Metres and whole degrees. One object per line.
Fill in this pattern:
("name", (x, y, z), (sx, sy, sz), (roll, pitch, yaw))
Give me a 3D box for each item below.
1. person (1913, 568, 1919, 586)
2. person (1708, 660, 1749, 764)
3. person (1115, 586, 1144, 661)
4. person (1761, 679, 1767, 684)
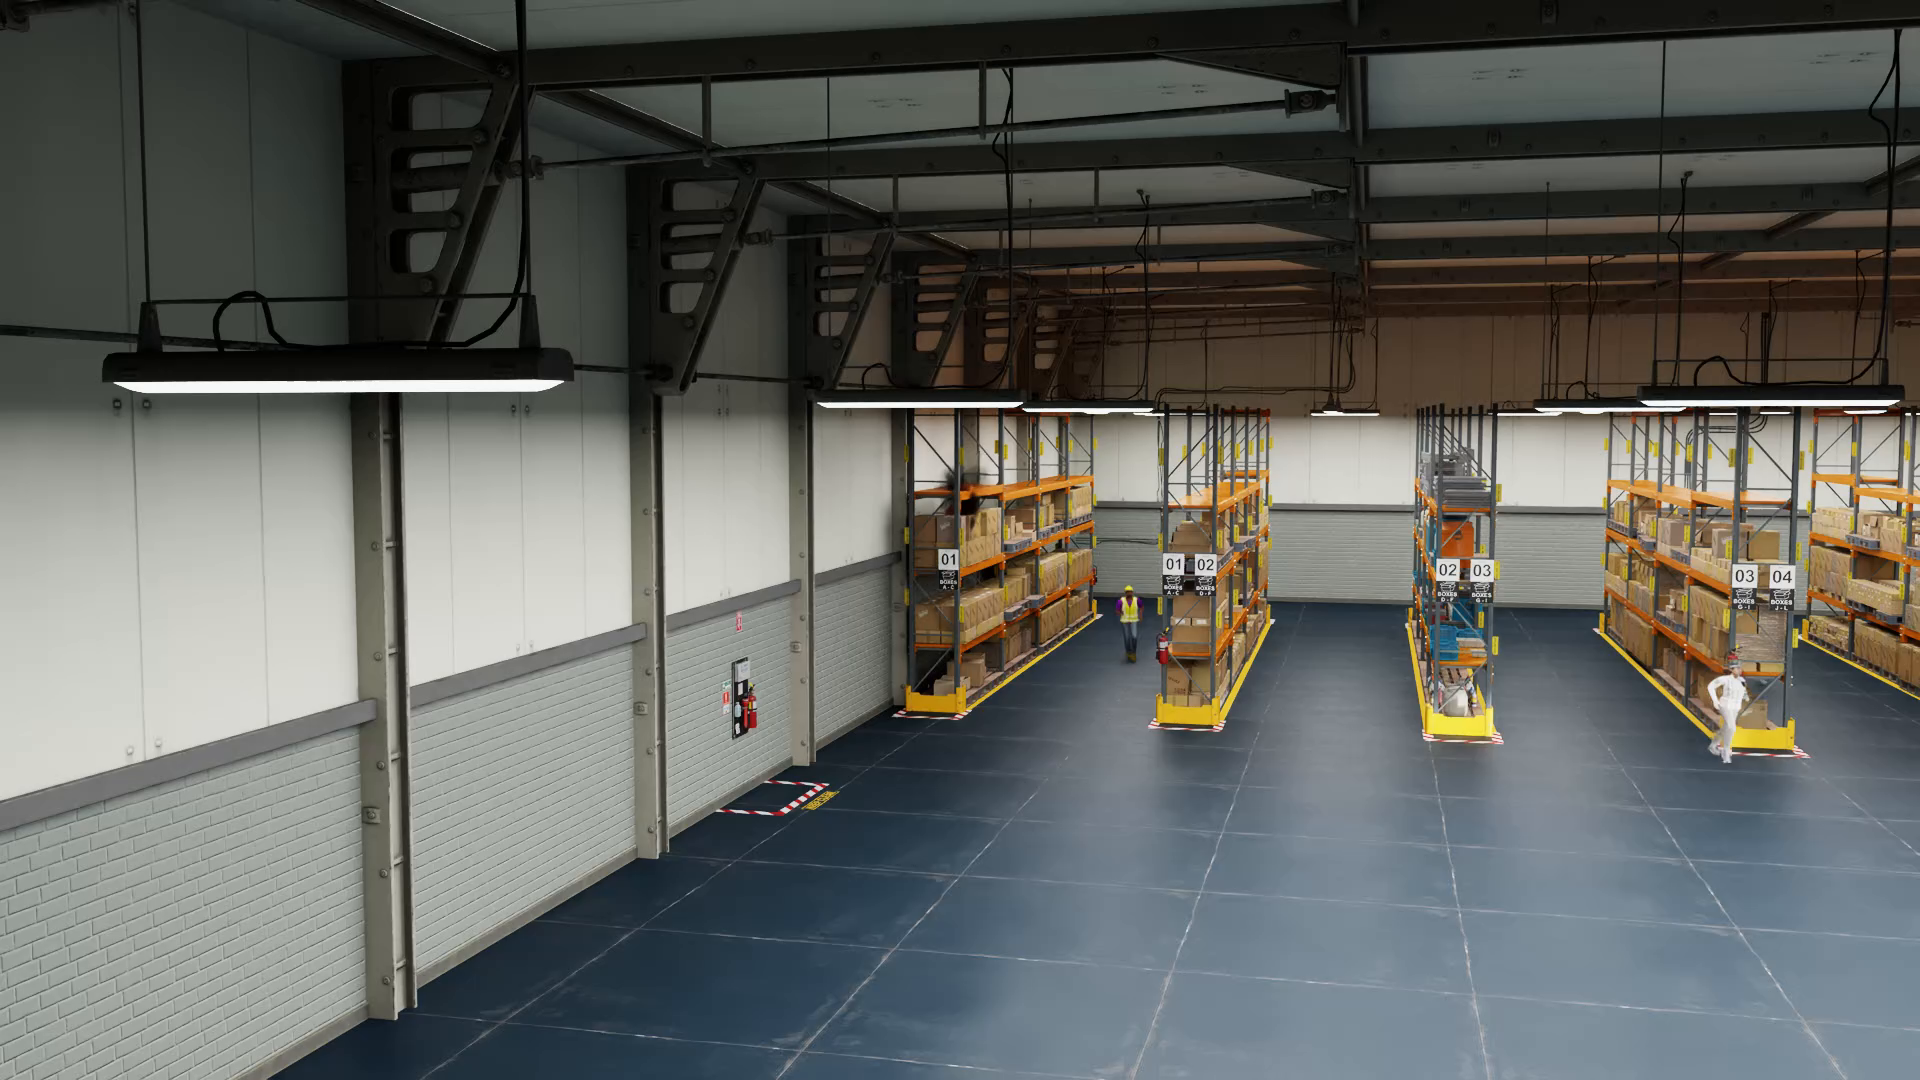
("person", (25.416, 1.646, 43.927), (0.972, 1.830, 0.724), (2, 5, 23))
("person", (12.936, 2.867, 27.960), (0.614, 1.728, 0.730), (-1, 4, -19))
("person", (4.020, 1.982, 39.437), (0.671, 1.805, 0.738), (0, 4, 6))
("person", (17.469, 2.208, 36.139), (0.701, 1.769, 0.827), (1, 4, 16))
